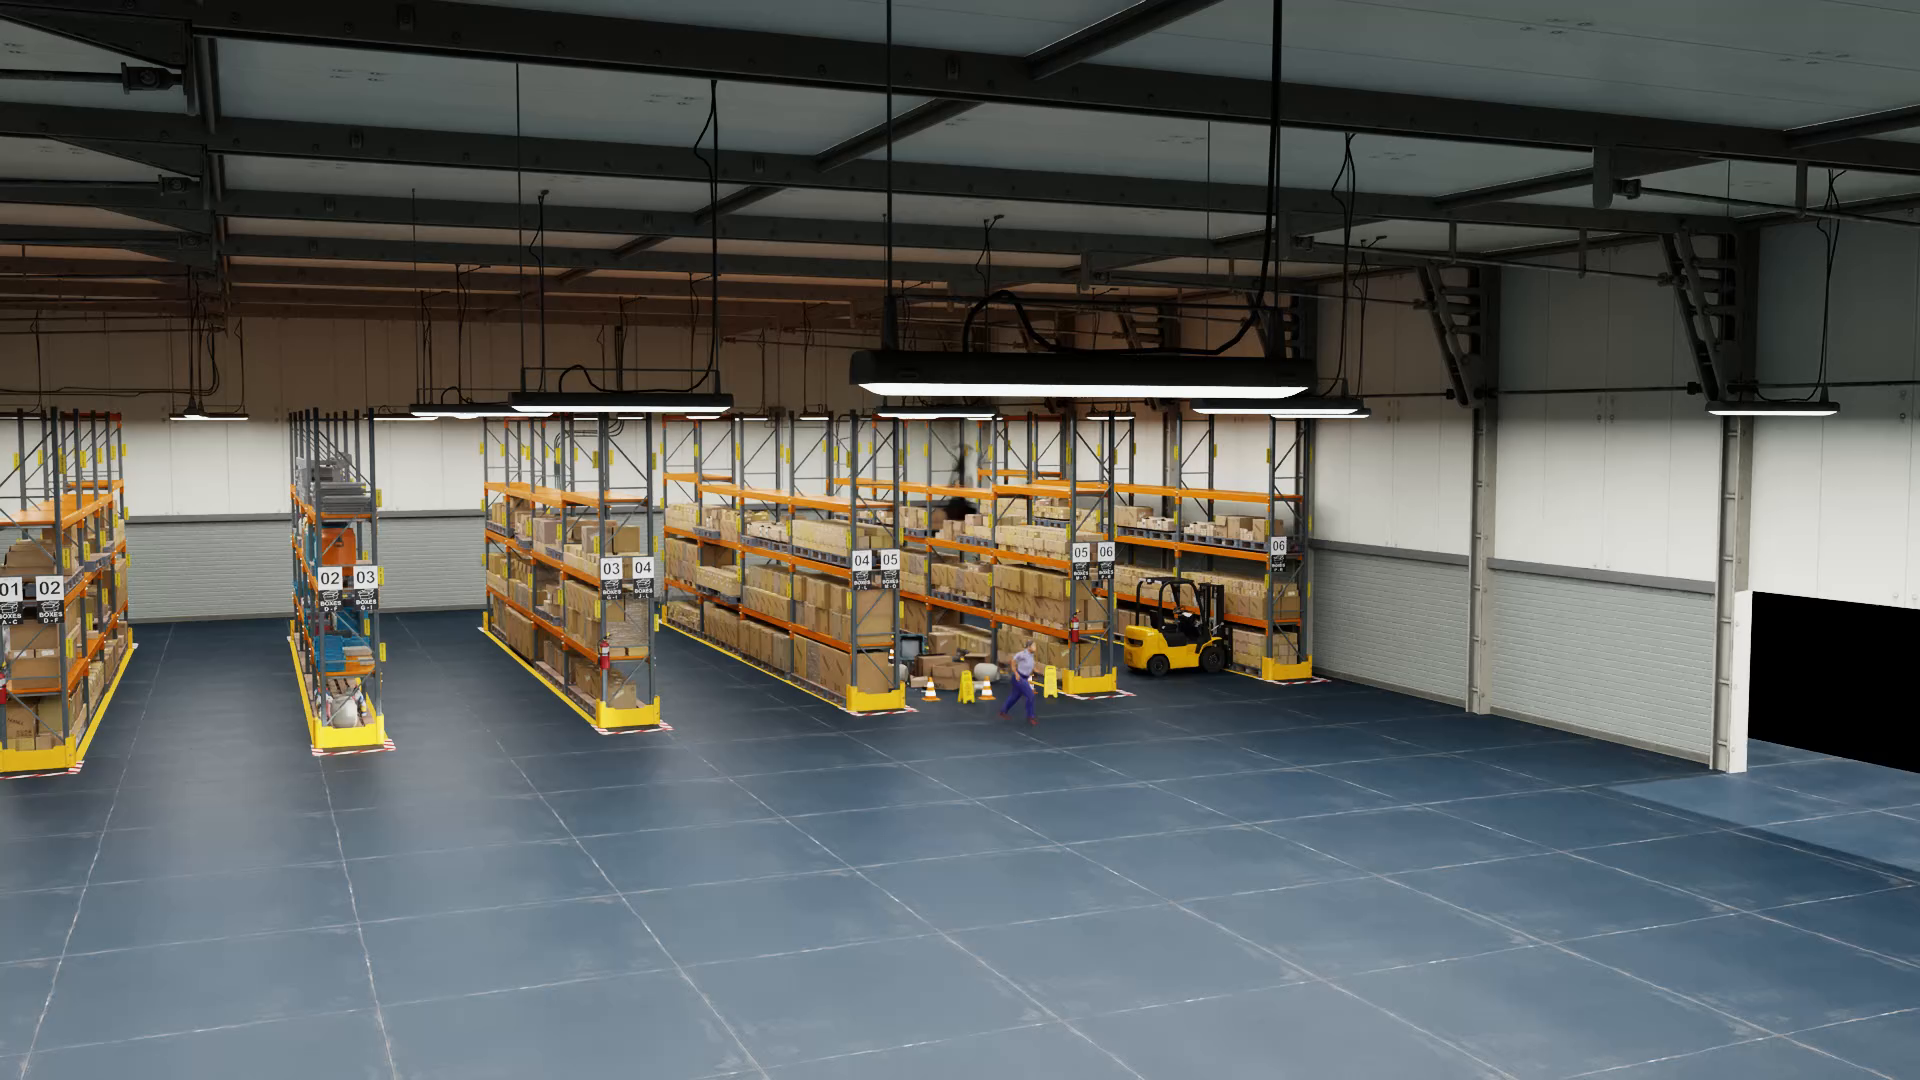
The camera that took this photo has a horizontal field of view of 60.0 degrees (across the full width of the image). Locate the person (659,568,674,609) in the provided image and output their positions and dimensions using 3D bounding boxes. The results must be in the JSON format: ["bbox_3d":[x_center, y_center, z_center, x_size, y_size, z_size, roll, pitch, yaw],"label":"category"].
[{"bbox_3d":[-8.597,1.536,48.908,0.546,1.530,0.511,3,5,38],"label":"person"}]

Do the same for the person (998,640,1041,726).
[{"bbox_3d":[1.121,2.705,31.718,0.892,1.600,0.588,2,4,21],"label":"person"}]

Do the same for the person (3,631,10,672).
[{"bbox_3d":[-19.456,2.503,33.410,0.640,1.835,0.908,-2,4,-24],"label":"person"}]
